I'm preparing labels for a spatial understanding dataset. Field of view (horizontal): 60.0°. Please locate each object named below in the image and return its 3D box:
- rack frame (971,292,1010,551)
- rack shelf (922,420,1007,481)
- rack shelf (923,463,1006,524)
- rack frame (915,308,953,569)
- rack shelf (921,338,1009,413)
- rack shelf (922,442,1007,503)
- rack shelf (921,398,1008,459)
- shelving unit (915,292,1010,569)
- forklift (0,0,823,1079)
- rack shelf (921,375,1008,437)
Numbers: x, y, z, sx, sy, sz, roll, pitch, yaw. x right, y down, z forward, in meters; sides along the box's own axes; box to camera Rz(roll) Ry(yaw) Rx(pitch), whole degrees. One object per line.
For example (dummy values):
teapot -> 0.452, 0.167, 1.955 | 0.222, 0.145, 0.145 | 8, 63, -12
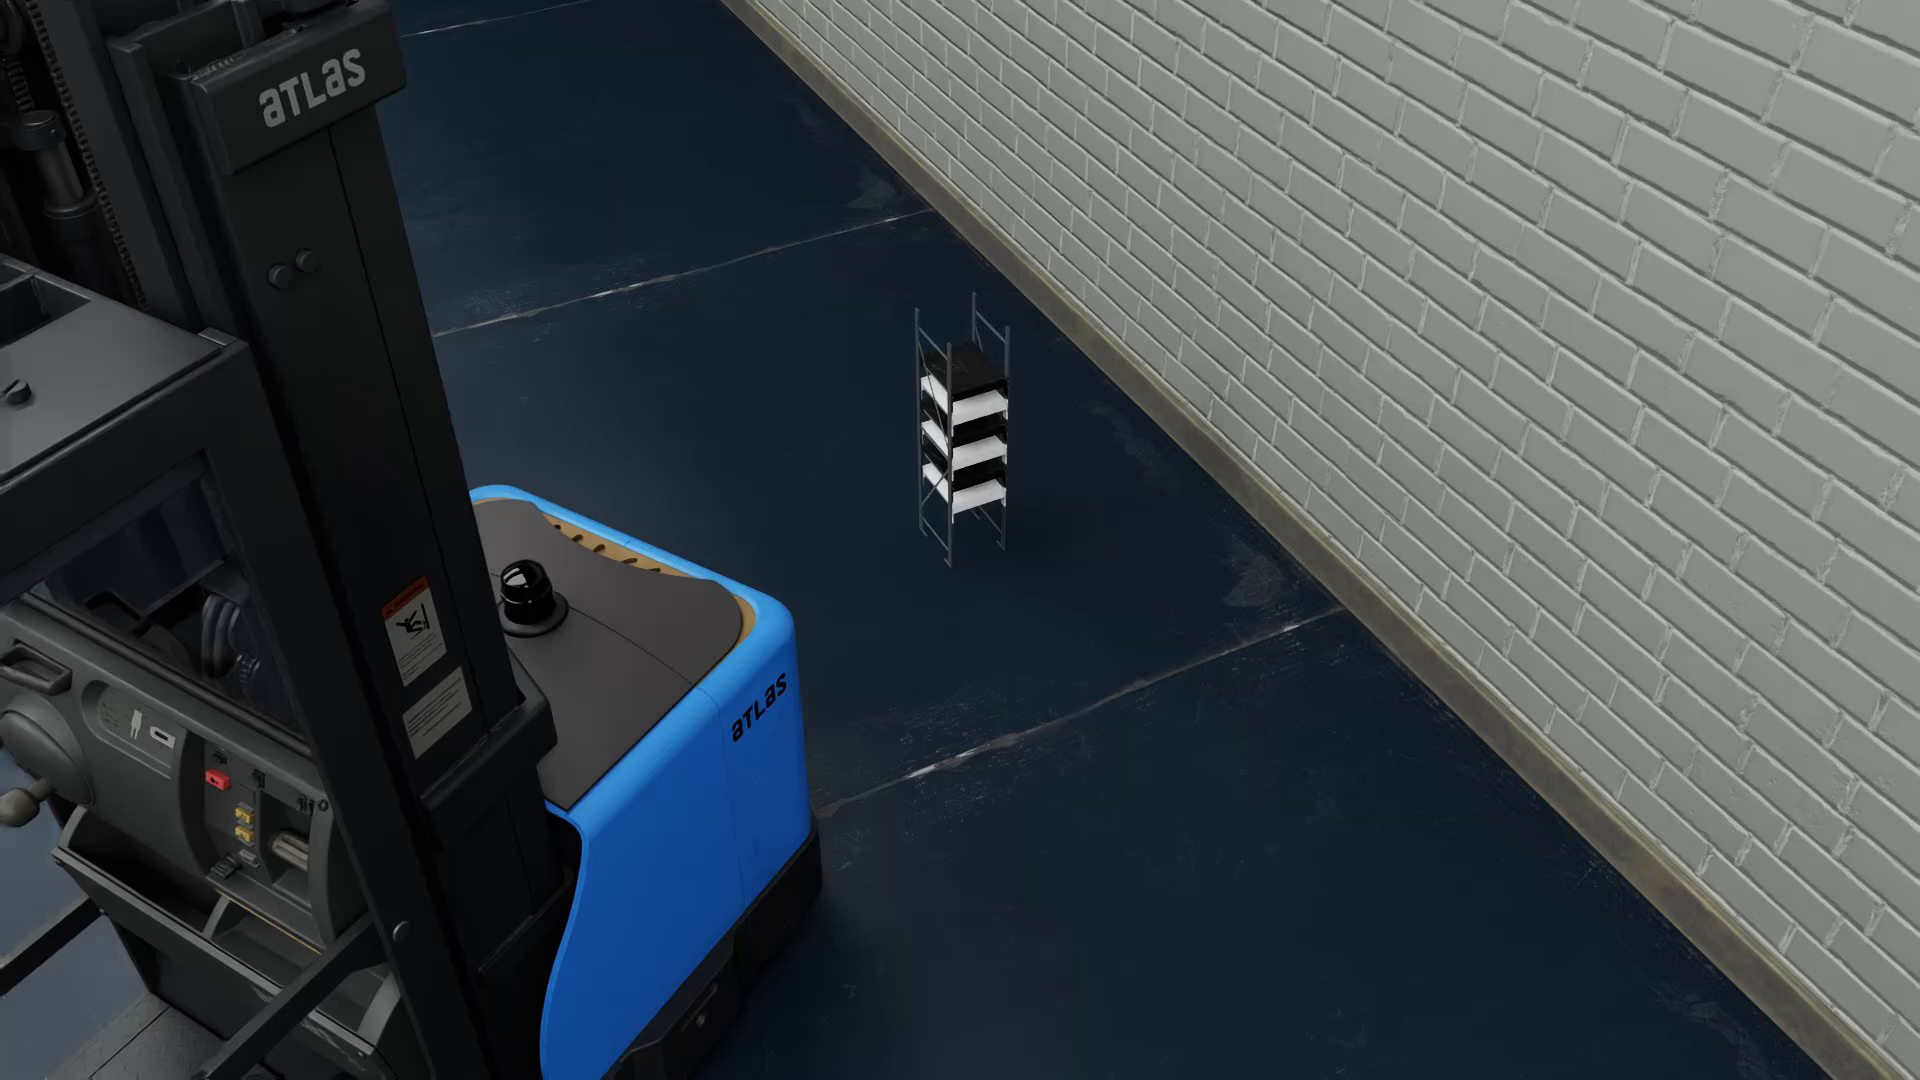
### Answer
rack frame -> 0.097, -0.376, 5.498 | 0.006, 0.900, 0.240 | -19, 44, -21
rack shelf -> 0.007, -0.320, 5.484 | 0.200, 0.077, 0.258 | -19, 44, -21
rack shelf -> 0.007, -0.183, 5.600 | 0.200, 0.077, 0.258 | -19, 44, -21
rack frame -> -0.083, -0.316, 5.426 | 0.006, 0.900, 0.240 | -19, 44, -21
rack shelf -> 0.007, -0.527, 5.309 | 0.200, 0.077, 0.258 | -19, 44, -21
rack shelf -> 0.007, -0.252, 5.542 | 0.200, 0.077, 0.258 | -19, 44, -21
rack shelf -> 0.007, -0.389, 5.426 | 0.200, 0.077, 0.258 | -19, 44, -21
shelving unit -> 0.007, -0.346, 5.462 | 0.210, 0.900, 0.258 | -19, 44, -21
forklift -> -1.566, 0.511, 2.878 | 1.130, 2.935, 3.031 | 21, 45, 23
rack shelf -> 0.007, -0.458, 5.367 | 0.200, 0.077, 0.258 | -19, 44, -21
